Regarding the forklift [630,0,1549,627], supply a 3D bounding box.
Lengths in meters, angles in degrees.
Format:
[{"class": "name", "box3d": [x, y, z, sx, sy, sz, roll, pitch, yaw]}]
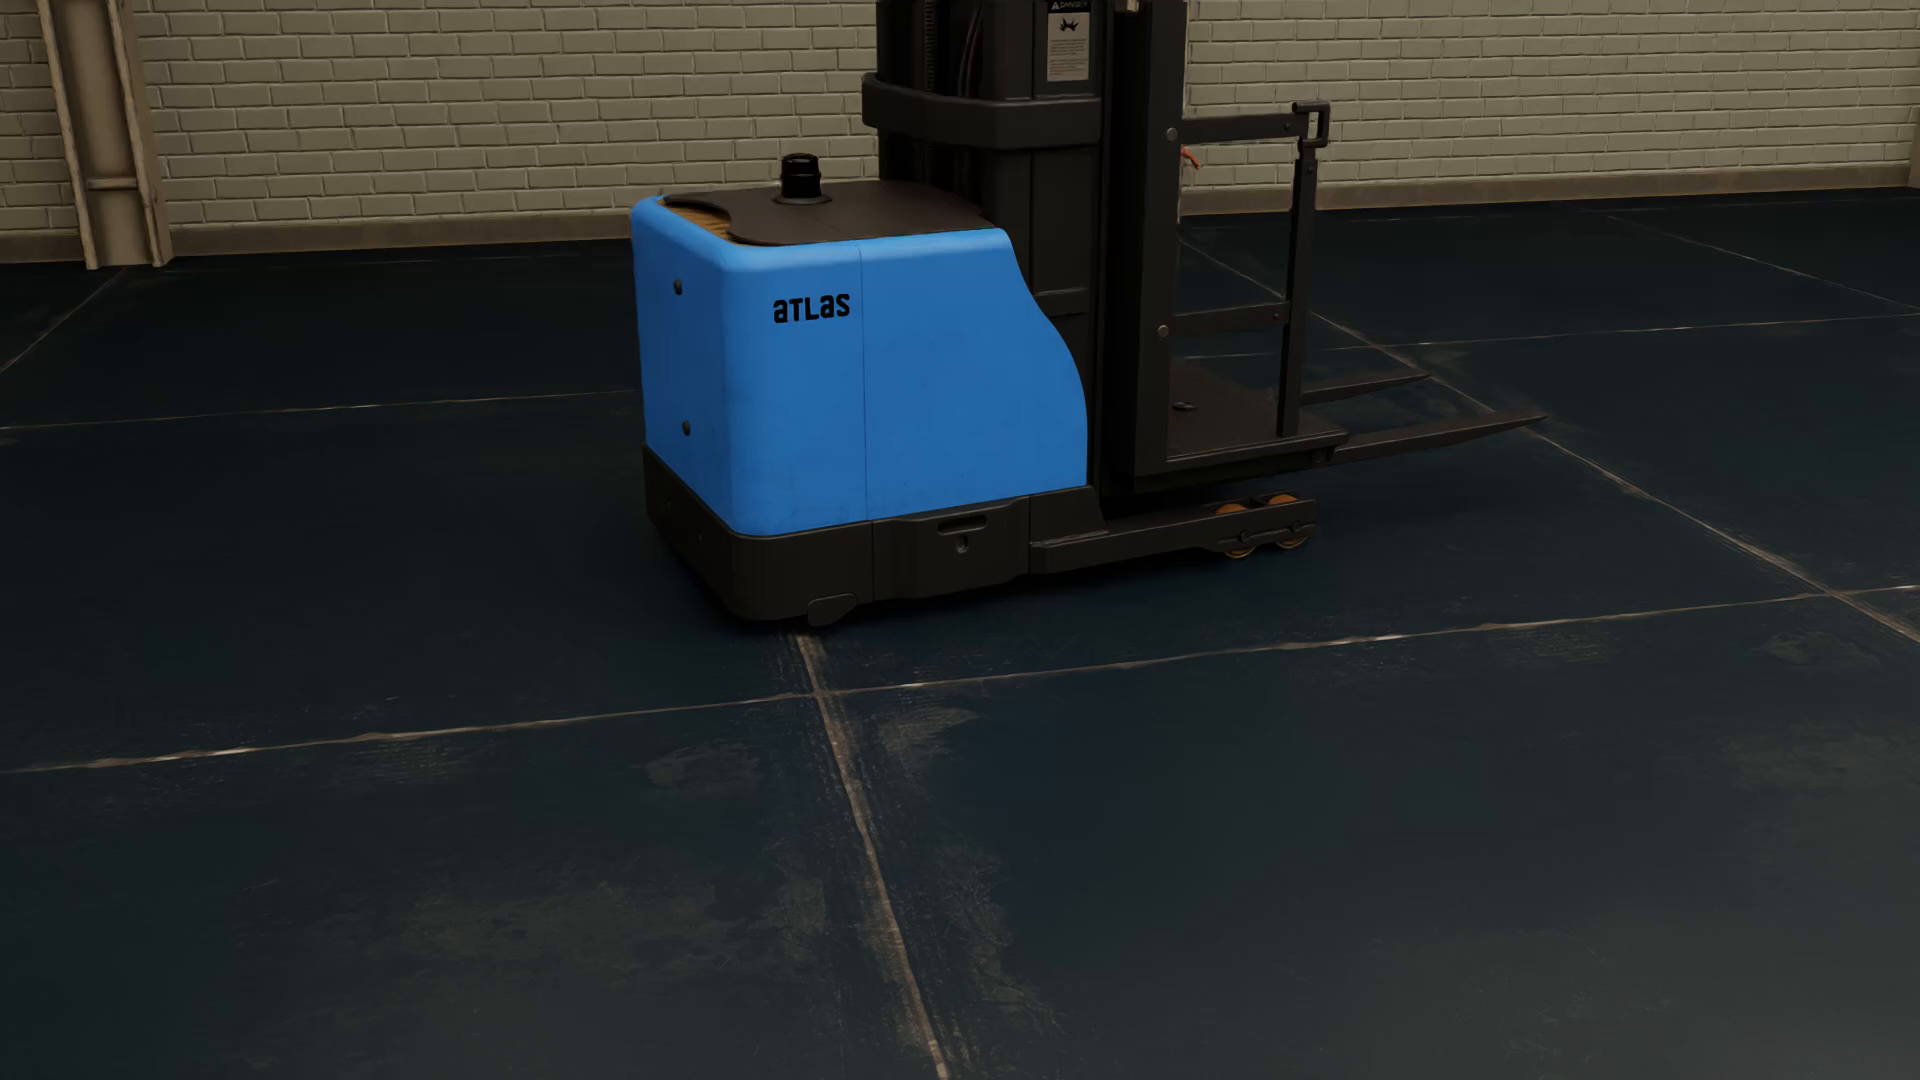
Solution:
[{"class": "forklift", "box3d": [0.555, -1.472, 5.044, 3.031, 2.935, 1.130, -10, 23, -24]}]

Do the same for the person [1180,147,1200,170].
[{"class": "person", "box3d": [0.433, -1.463, 7.048, 1.143, 1.501, 0.893, 3, 21, 9]}]
